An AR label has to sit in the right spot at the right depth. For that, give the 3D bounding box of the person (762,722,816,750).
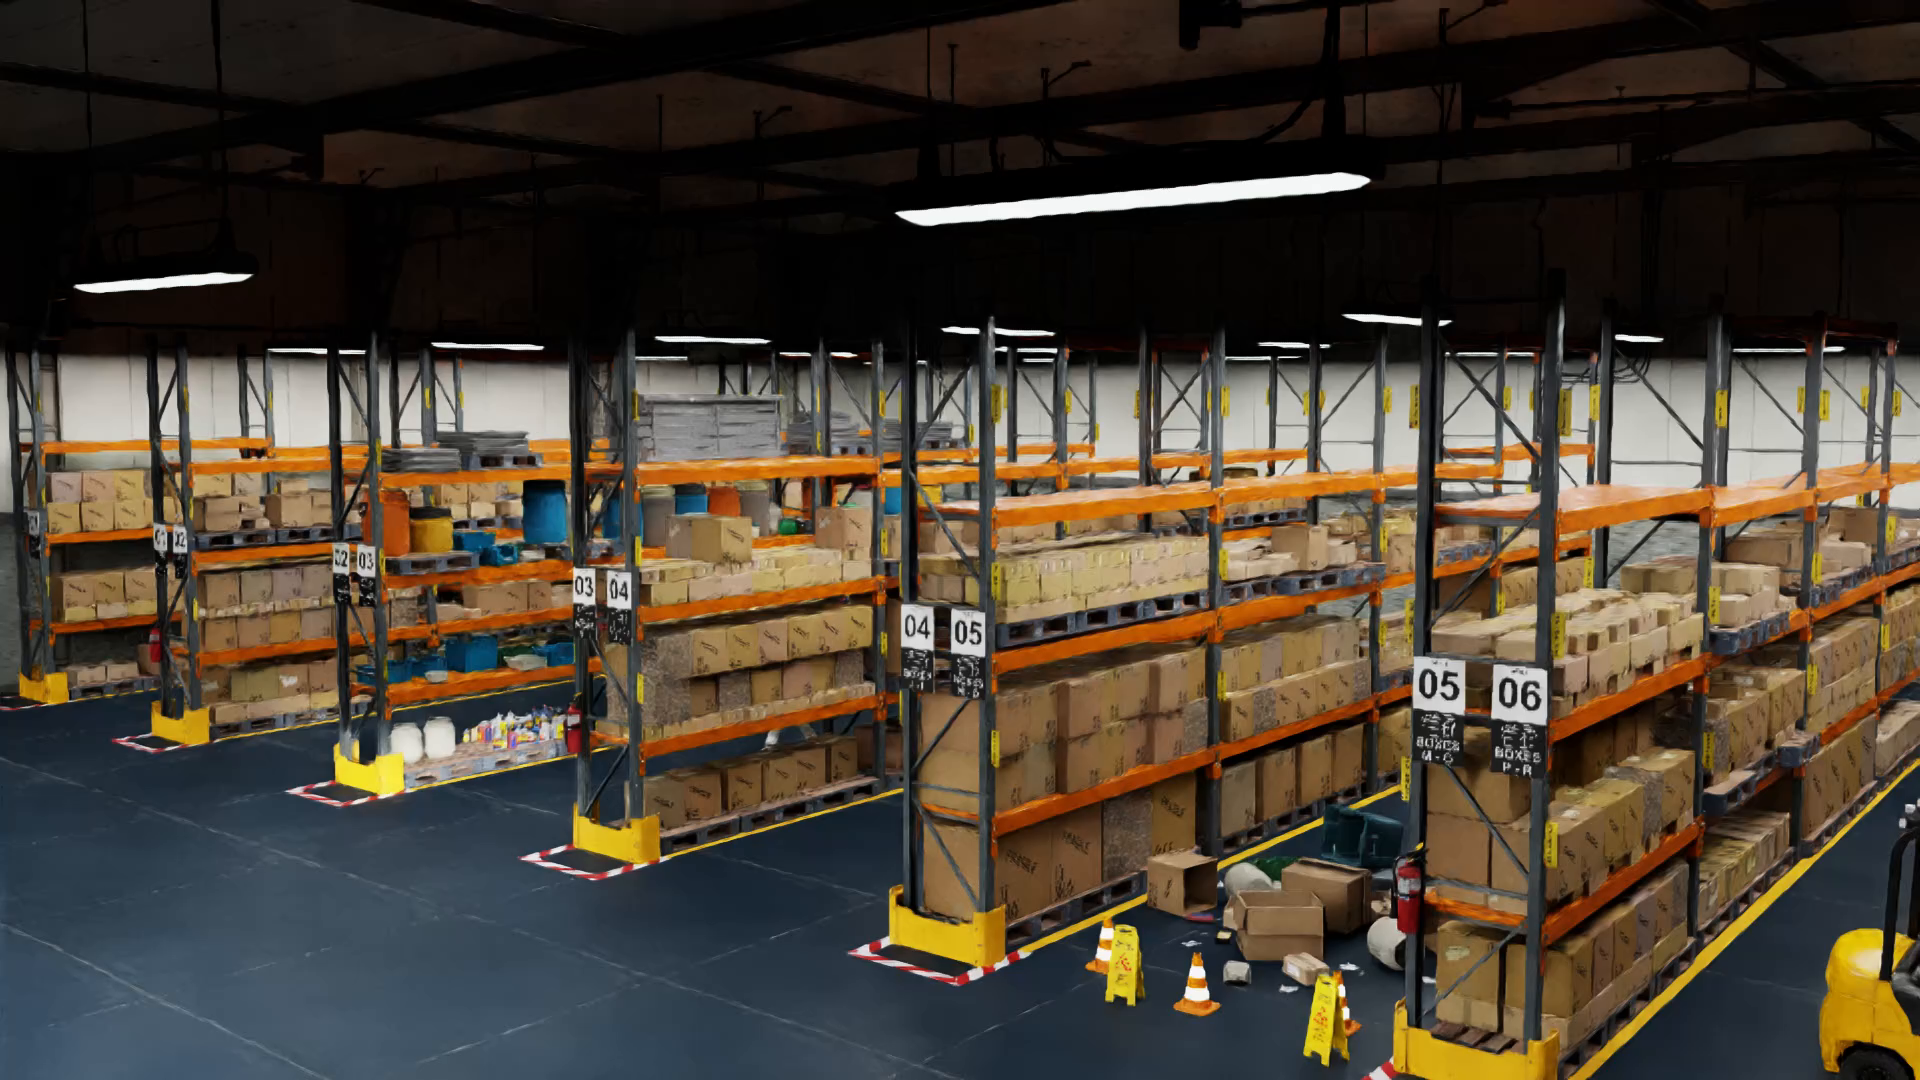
[{"bbox_3d":[-2.407,2.213,23.066,1.024,1.725,0.535,-5,7,-41],"label":"person"}]
